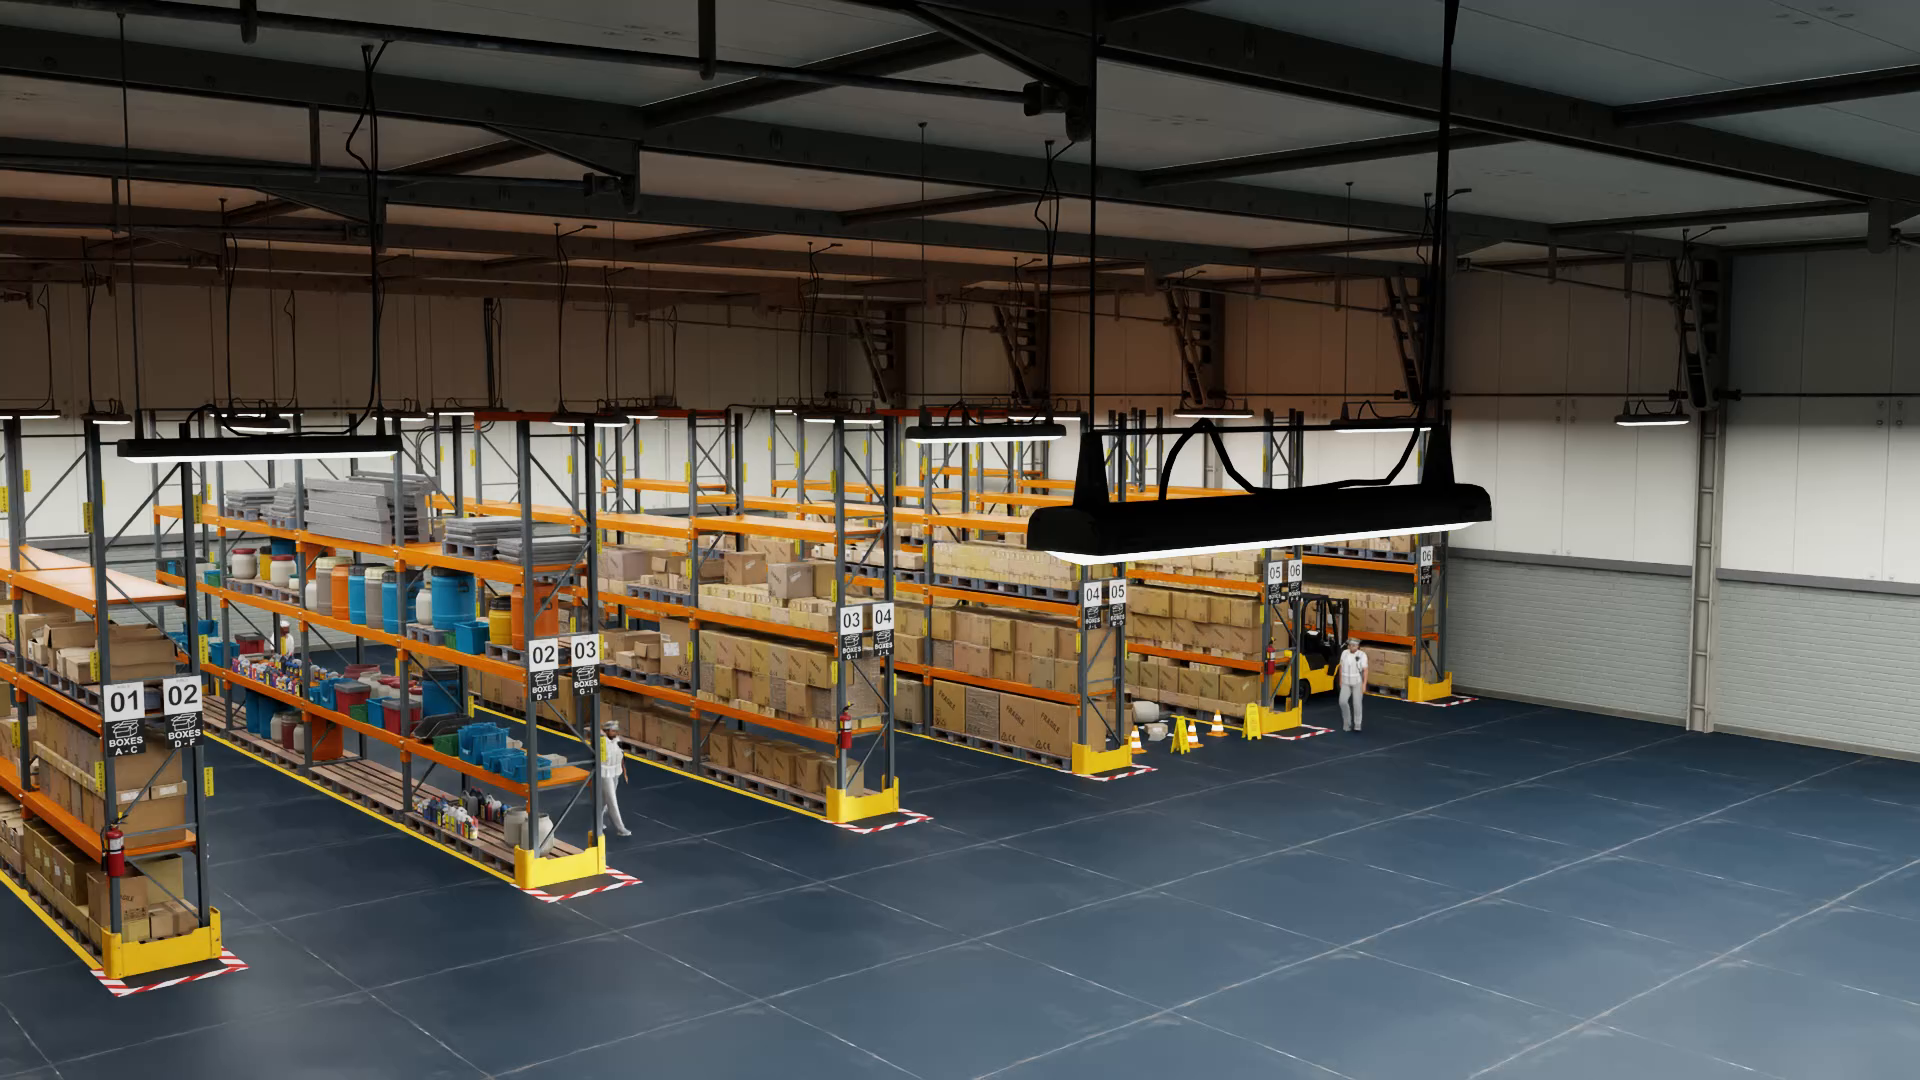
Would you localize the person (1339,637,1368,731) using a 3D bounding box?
[{"bbox_3d":[7.402,2.742,31.320,0.581,1.855,0.424,3,6,32],"label":"person"}]

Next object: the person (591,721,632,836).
[{"bbox_3d":[-4.995,3.399,23.897,0.961,1.623,0.500,3,6,28],"label":"person"}]

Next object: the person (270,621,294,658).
[{"bbox_3d":[-13.775,2.499,33.861,0.550,1.714,1.093,-5,7,-44],"label":"person"}]
